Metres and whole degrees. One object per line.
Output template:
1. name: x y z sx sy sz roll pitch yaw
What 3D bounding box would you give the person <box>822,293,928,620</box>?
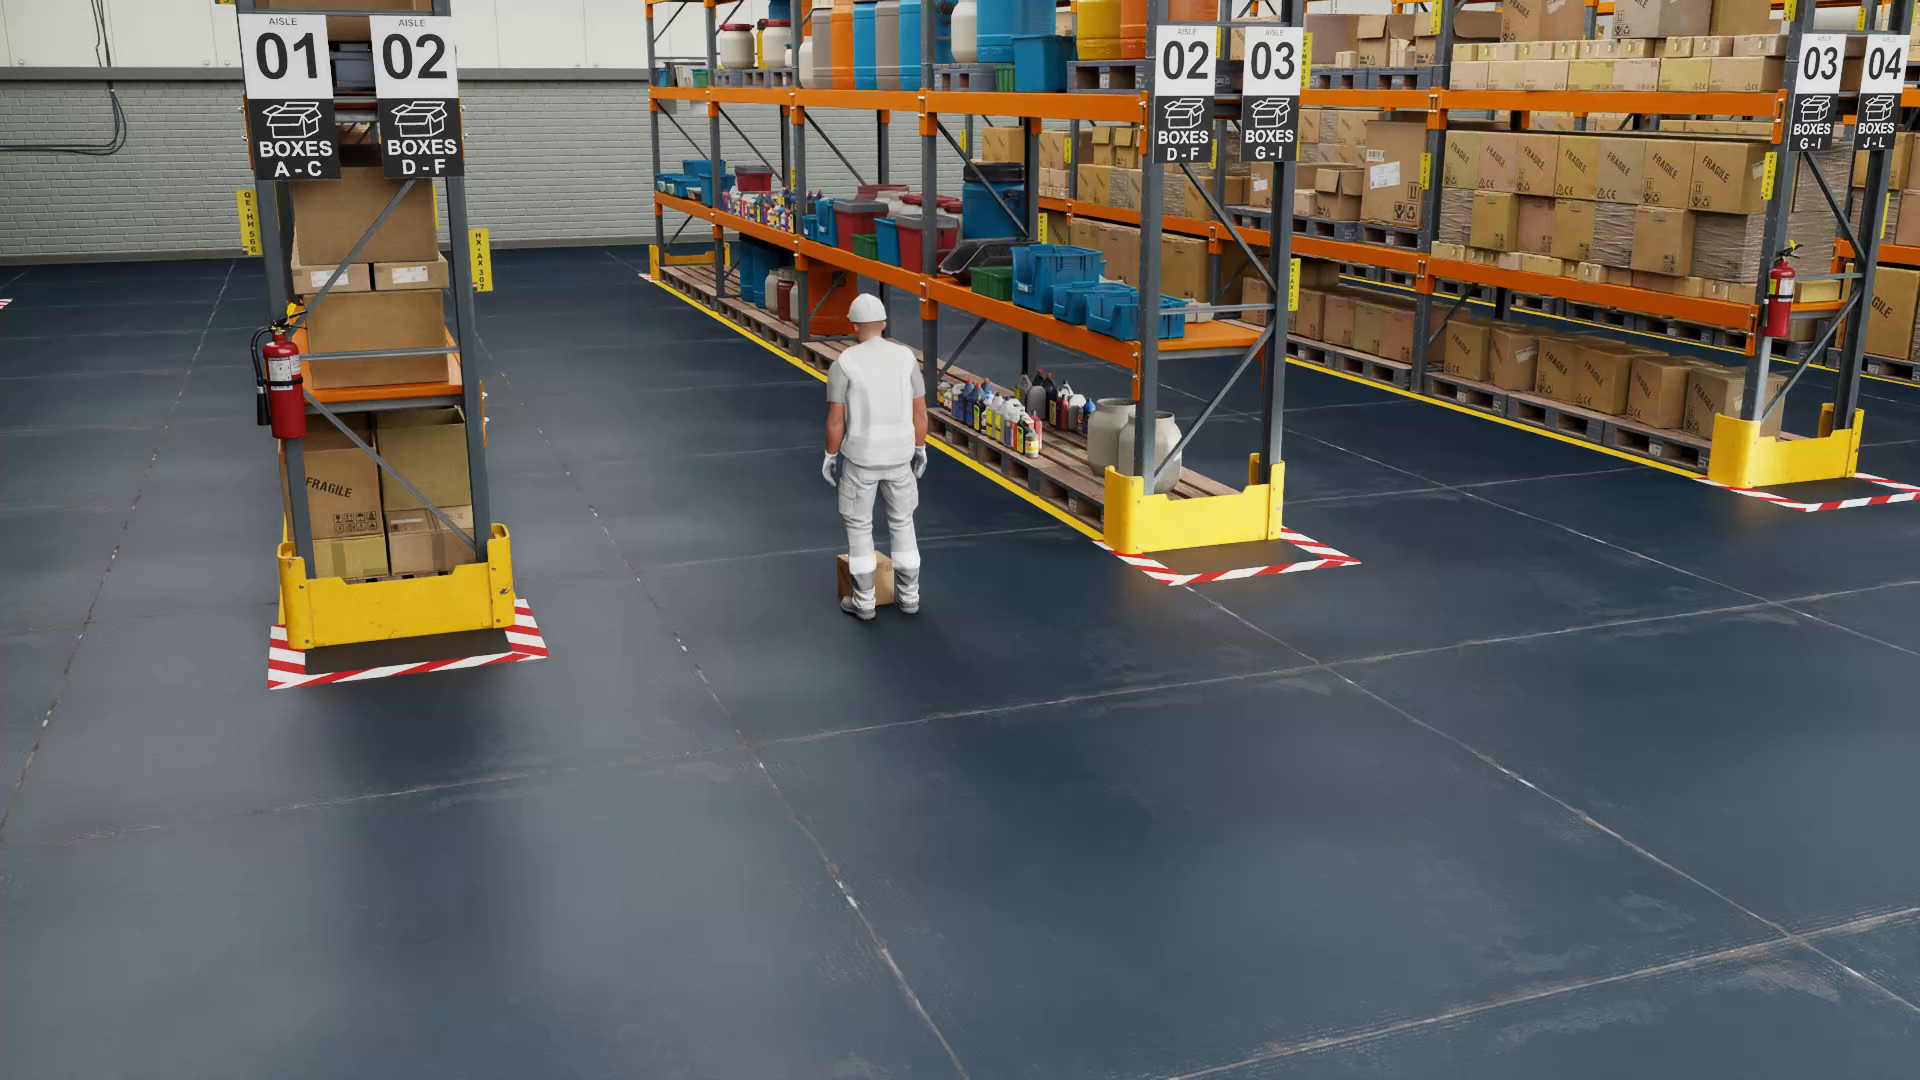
1. person: -0.461 -0.456 9.145 0.608 1.780 0.448 -6 16 -20
